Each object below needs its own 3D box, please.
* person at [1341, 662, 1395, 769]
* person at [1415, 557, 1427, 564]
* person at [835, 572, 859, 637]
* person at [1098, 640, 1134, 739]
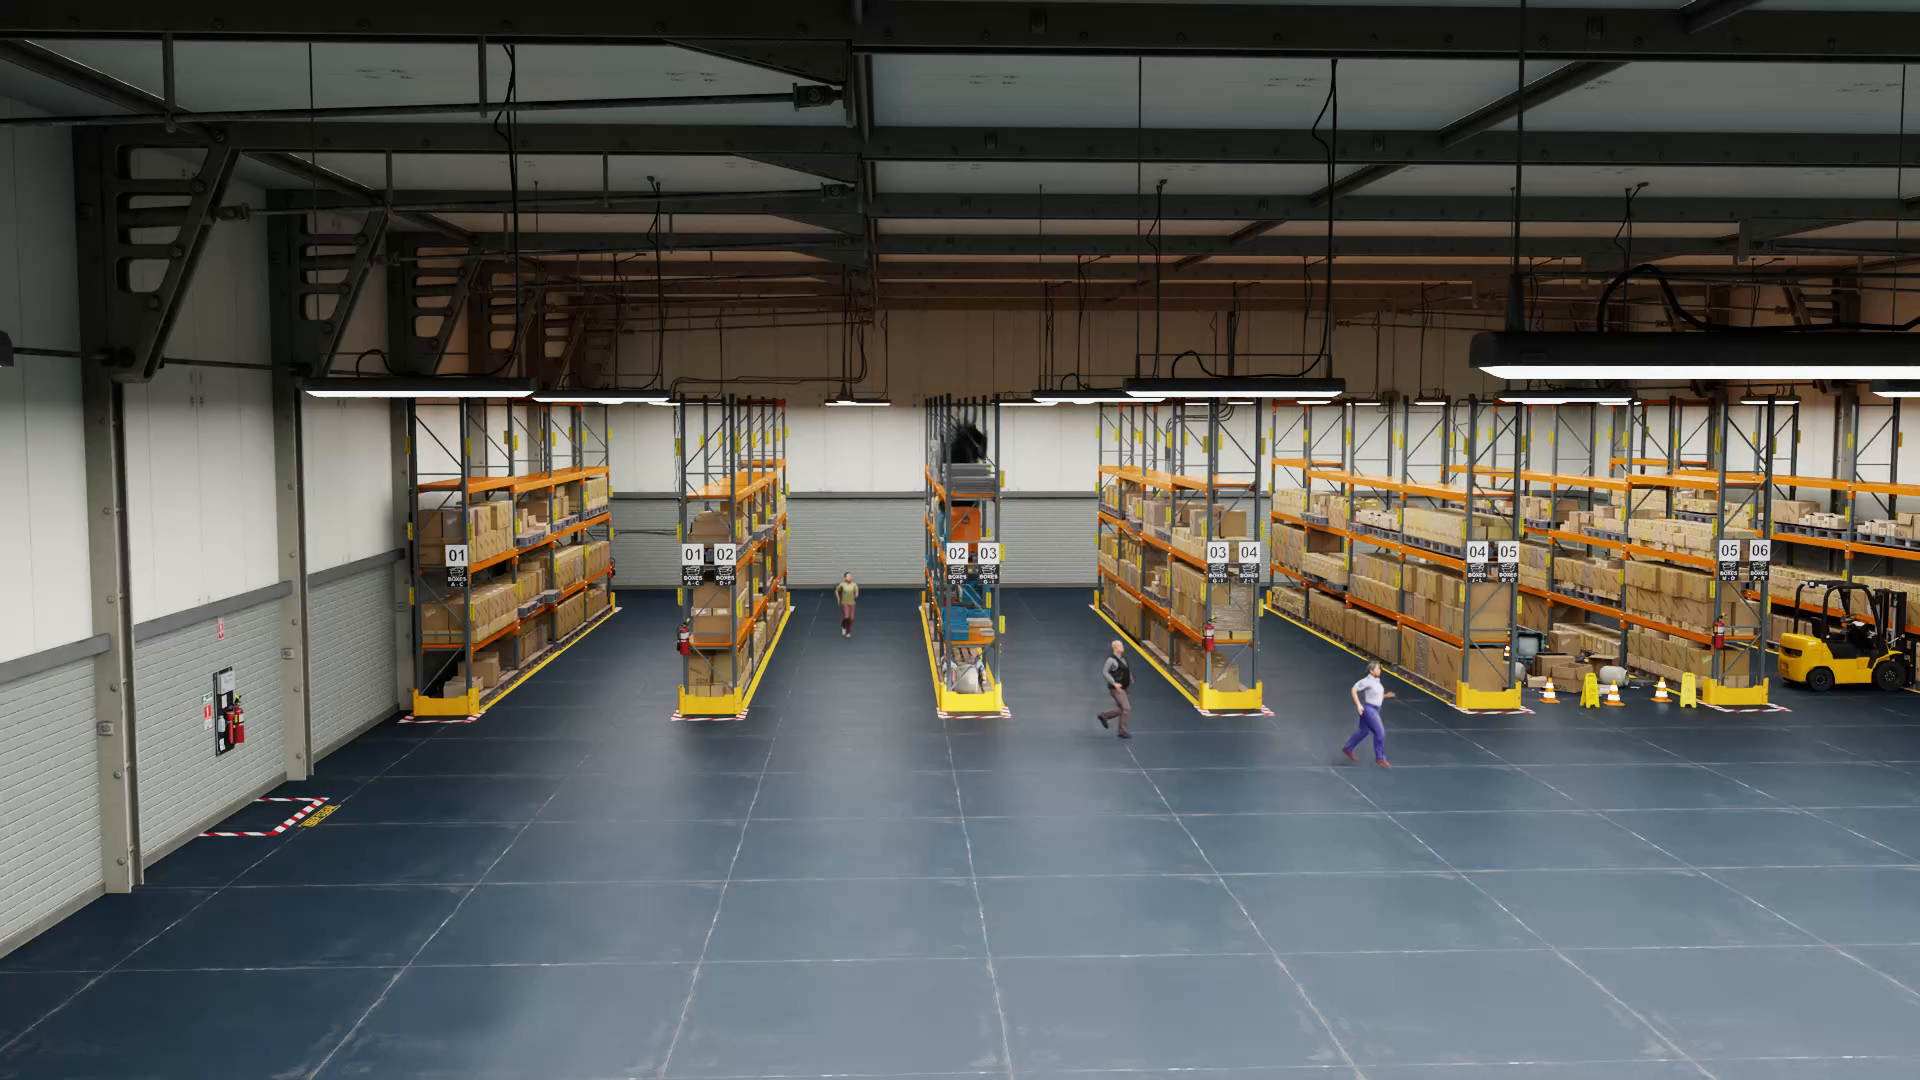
[{"bbox_3d":[6.528,2.789,26.619,0.855,1.694,0.580,2,5,24],"label":"person"},{"bbox_3d":[13.682,1.003,49.454,0.650,1.680,0.621,1,5,7],"label":"person"},{"bbox_3d":[-2.789,1.619,41.539,0.567,1.631,0.564,-1,5,-17],"label":"person"},{"bbox_3d":[2.718,2.594,29.028,0.686,1.708,0.659,3,5,29],"label":"person"}]
